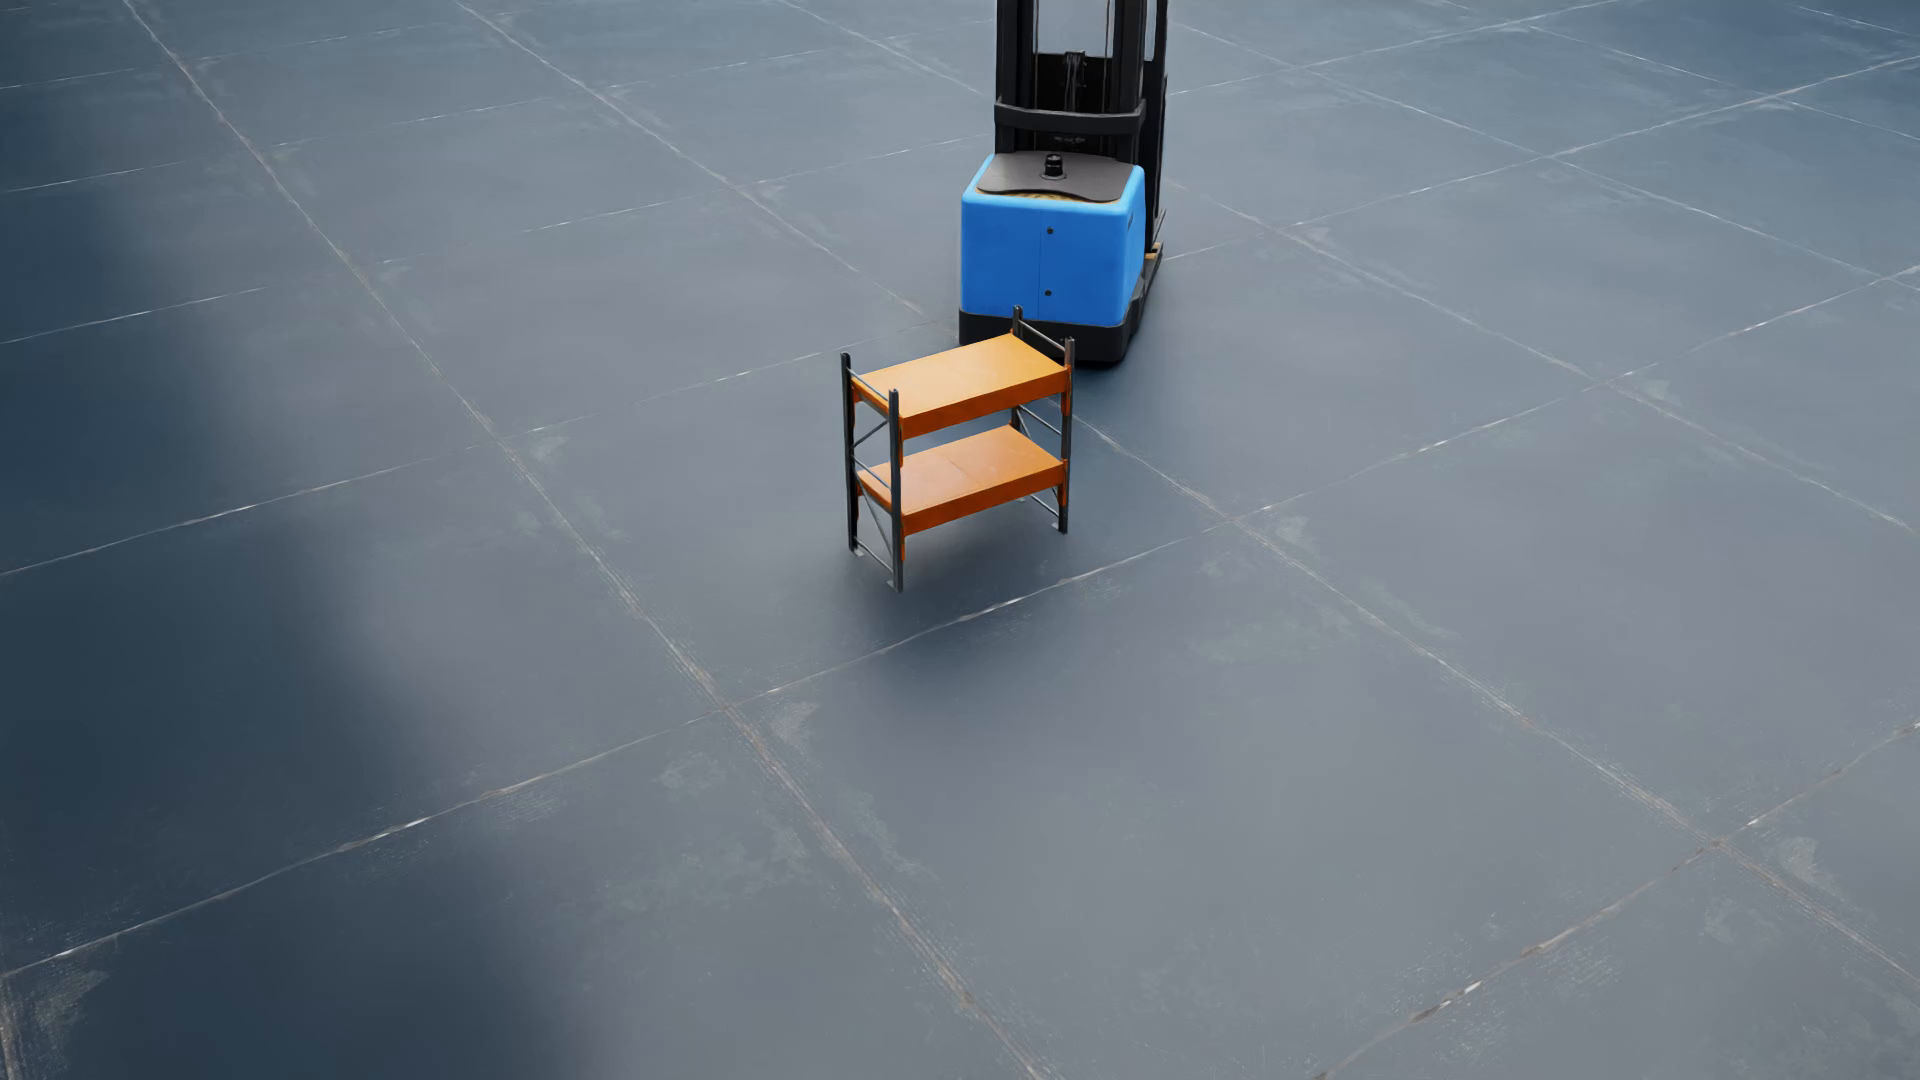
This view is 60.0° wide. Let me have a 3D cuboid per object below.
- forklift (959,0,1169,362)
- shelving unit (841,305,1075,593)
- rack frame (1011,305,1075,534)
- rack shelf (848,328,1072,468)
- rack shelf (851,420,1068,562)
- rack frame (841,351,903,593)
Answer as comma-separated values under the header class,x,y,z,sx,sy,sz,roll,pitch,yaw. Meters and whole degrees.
class,x,y,z,sx,sy,sz,roll,pitch,yaw
forklift,0.830,-3.125,10.957,1.130,2.935,3.031,7,33,11
shelving unit,-0.006,-0.474,8.447,1.048,1.125,0.538,-19,37,-27
rack frame,0.422,-0.621,8.680,0.032,1.125,0.500,-19,37,-27
rack shelf,-0.006,-0.721,8.291,1.000,0.278,0.538,-19,37,-27
rack shelf,-0.006,-0.267,8.577,1.000,0.278,0.538,-19,37,-27
rack frame,-0.433,-0.327,8.214,0.032,1.125,0.500,-19,37,-27
